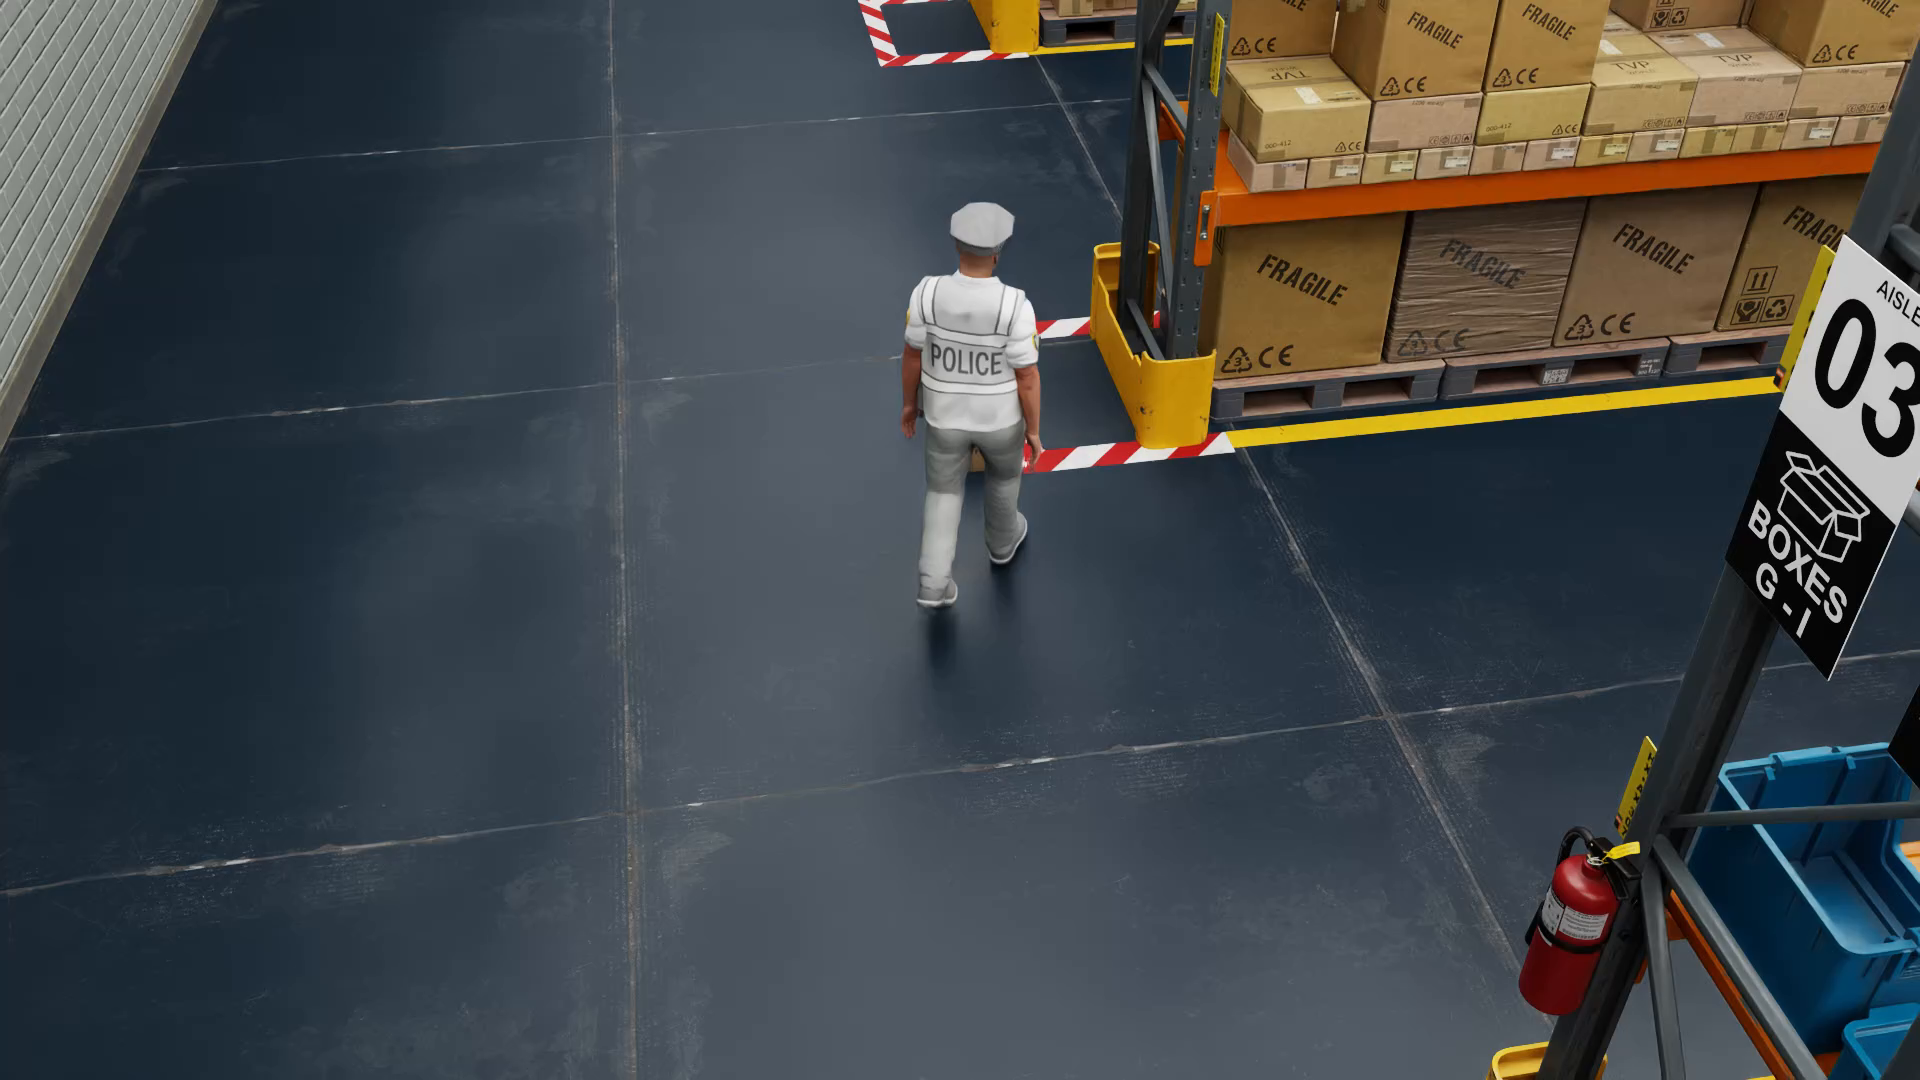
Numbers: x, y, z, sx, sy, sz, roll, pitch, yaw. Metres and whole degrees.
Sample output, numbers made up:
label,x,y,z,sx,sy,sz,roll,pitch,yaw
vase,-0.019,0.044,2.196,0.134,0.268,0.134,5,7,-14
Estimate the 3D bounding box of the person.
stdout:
label,x,y,z,sx,sy,sz,roll,pitch,yaw
person,0.043,-0.516,6.783,0.601,1.726,0.849,6,39,8
